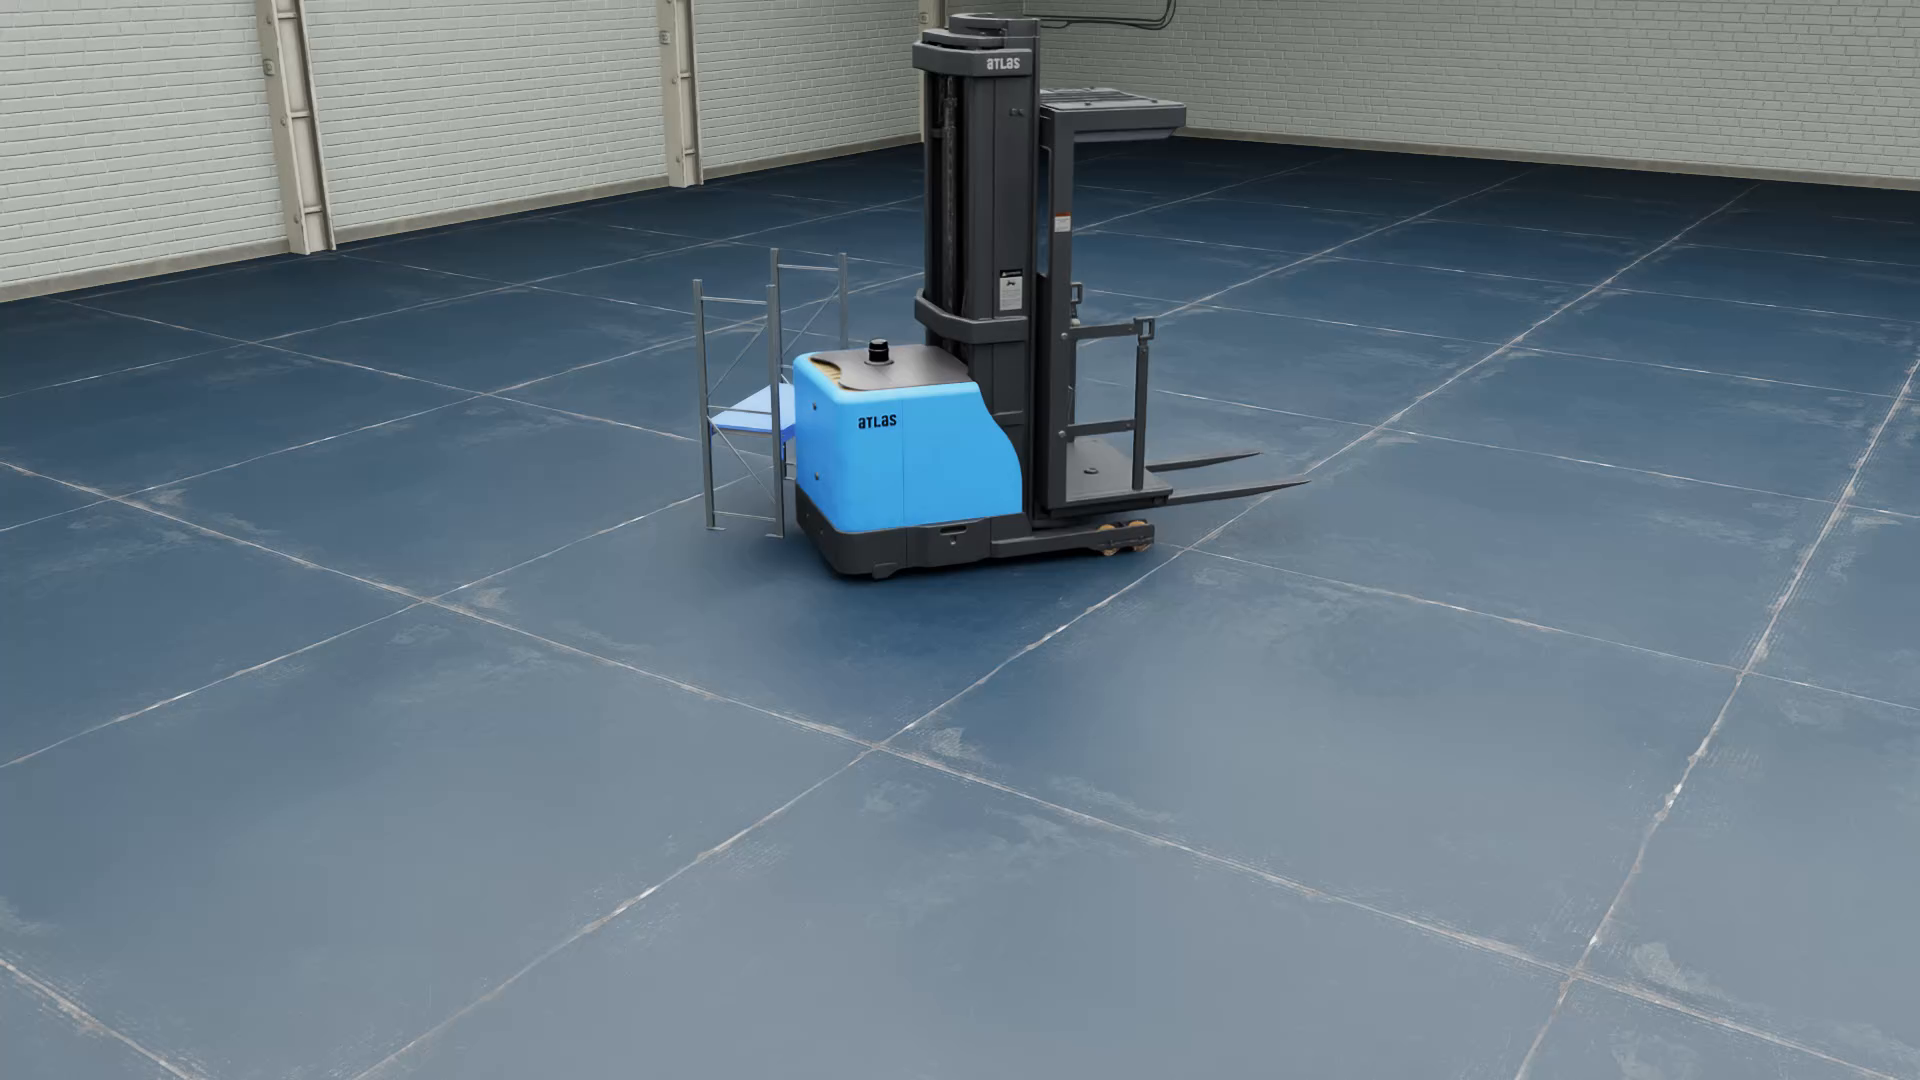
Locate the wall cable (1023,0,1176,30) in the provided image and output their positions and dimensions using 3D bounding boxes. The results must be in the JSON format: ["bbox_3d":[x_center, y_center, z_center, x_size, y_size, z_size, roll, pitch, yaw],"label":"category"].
[{"bbox_3d":[2.314,-10.007,28.322,3.097,2.526,0.112,13,24,32],"label":"wall cable"}]

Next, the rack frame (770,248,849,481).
[{"bbox_3d":[-0.938,-1.078,10.518,0.500,1.500,0.032,7,21,18],"label":"rack frame"}]

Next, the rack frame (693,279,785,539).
[{"bbox_3d":[-1.273,-0.745,9.618,0.500,1.500,0.032,7,21,18],"label":"rack frame"}]

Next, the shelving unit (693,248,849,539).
[{"bbox_3d":[-1.106,-0.912,10.068,0.538,1.500,1.048,7,21,18],"label":"shelving unit"}]

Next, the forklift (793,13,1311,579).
[{"bbox_3d":[0.598,-1.457,9.479,3.031,2.935,1.130,-7,21,-19],"label":"forklift"}]

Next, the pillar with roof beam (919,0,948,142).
[{"bbox_3d":[3.125,-10.036,23.926,9.100,9.000,0.400,13,24,32],"label":"pillar with roof beam"}]

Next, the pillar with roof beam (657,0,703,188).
[{"bbox_3d":[-0.248,-8.314,19.271,9.100,9.000,0.400,13,24,32],"label":"pillar with roof beam"}]

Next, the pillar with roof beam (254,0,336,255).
[{"bbox_3d":[-3.621,-6.593,14.617,9.100,9.000,0.400,13,24,32],"label":"pillar with roof beam"}]

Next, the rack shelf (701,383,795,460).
[{"bbox_3d":[-1.106,-0.743,10.131,0.538,0.185,1.000,7,21,18],"label":"rack shelf"}]
